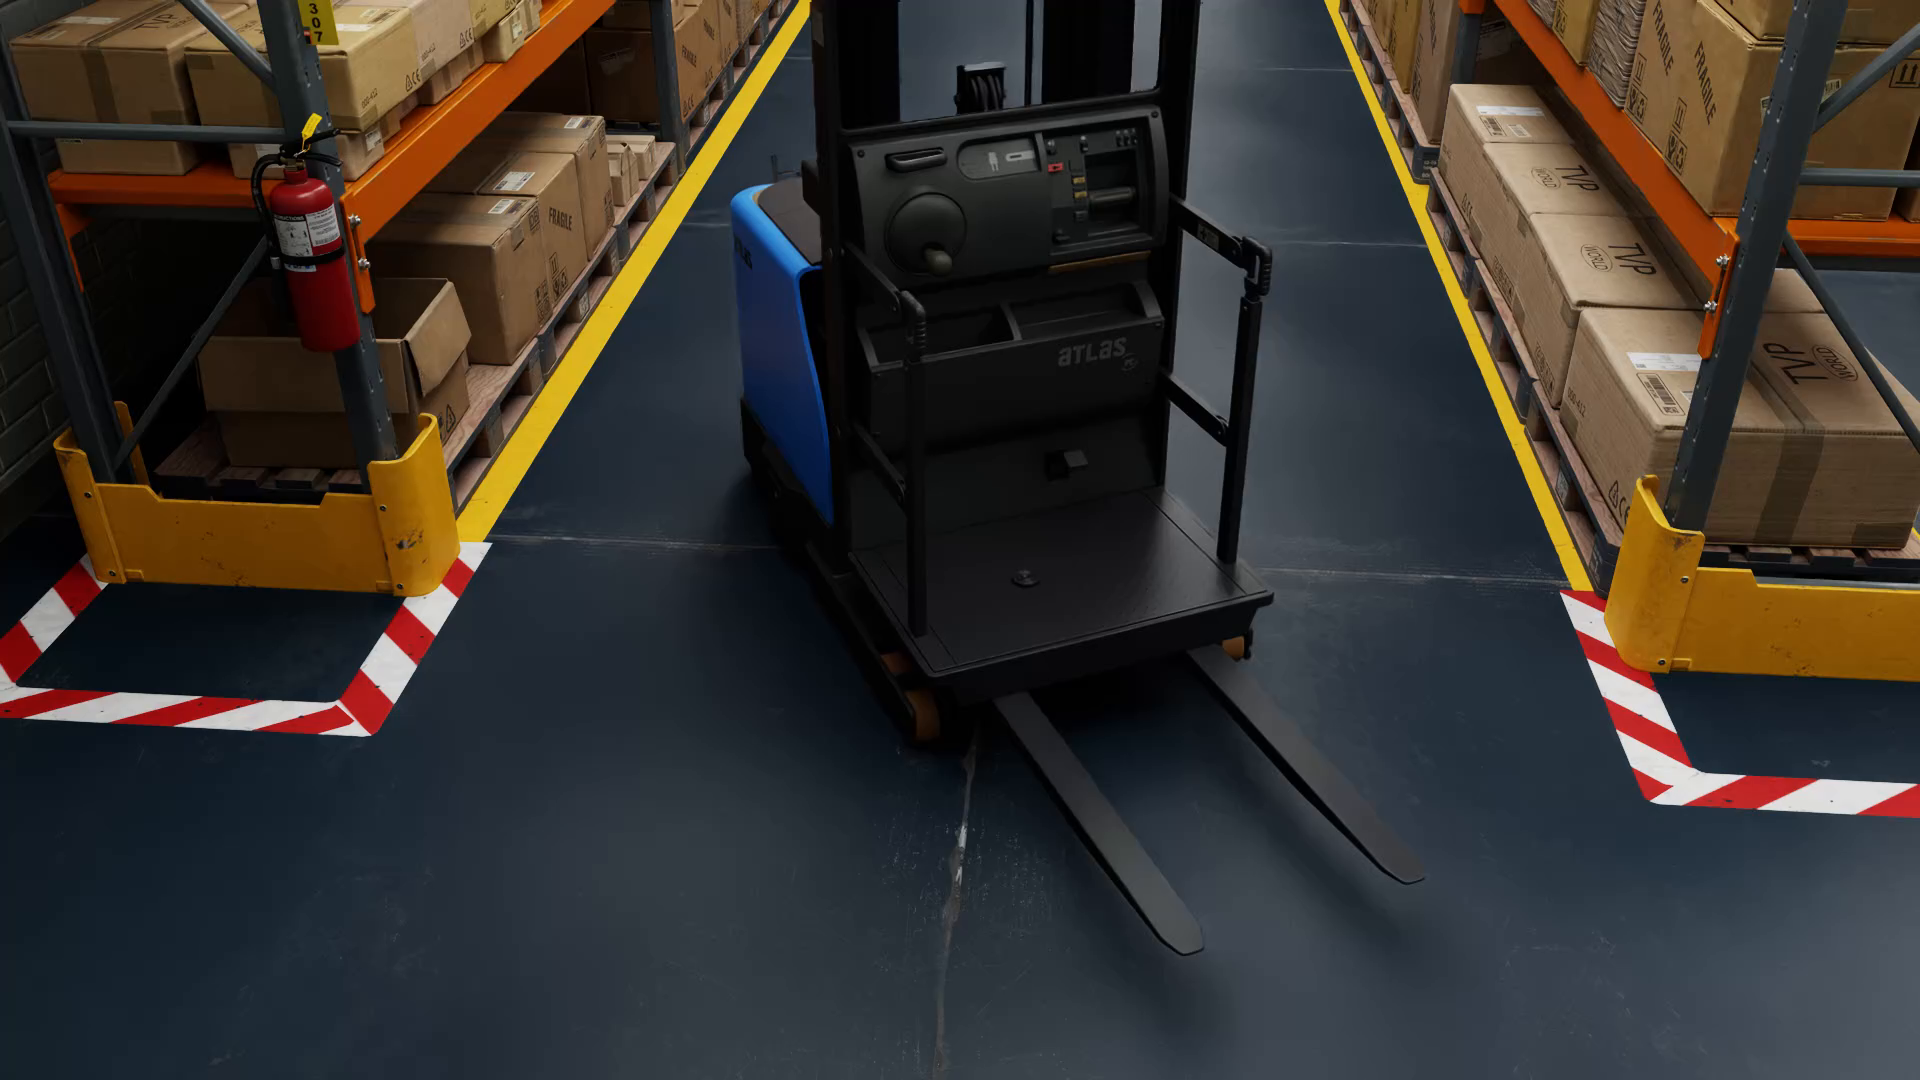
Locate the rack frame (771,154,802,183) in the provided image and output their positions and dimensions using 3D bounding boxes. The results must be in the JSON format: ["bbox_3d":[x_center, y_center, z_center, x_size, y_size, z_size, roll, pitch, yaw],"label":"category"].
[{"bbox_3d":[-0.581,-0.957,6.303,0.200,1.050,0.008,-15,32,-23],"label":"rack frame"}]

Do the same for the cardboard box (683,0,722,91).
[{"bbox_3d":[-1.683,-2.891,9.564,0.500,0.500,0.500,2,32,3],"label":"cardboard box"}]

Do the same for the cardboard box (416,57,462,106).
[{"bbox_3d":[-1.963,-1.619,5.758,0.380,0.149,0.250,3,32,6],"label":"cardboard box"}]

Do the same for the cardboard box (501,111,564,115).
[{"bbox_3d":[-2.269,-1.953,8.222,0.500,0.311,0.500,4,32,6],"label":"cardboard box"}]

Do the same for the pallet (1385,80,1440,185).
[{"bbox_3d":[2.955,-2.264,9.222,1.003,0.211,1.213,2,32,4],"label":"pallet"}]

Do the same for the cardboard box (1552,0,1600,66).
[{"bbox_3d":[2.534,-2.060,6.139,0.500,0.500,0.500,3,32,5],"label":"cardboard box"}]

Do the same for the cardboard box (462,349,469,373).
[{"bbox_3d":[-2.088,-0.664,6.285,0.380,0.149,0.250,1,32,2],"label":"cardboard box"}]

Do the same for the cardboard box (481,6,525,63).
[{"bbox_3d":[-1.851,-1.887,6.193,0.380,0.149,0.250,2,32,3],"label":"cardboard box"}]

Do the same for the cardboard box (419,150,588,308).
[{"bbox_3d":[-1.910,-1.310,7.000,0.500,0.500,0.500,3,32,5],"label":"cardboard box"}]

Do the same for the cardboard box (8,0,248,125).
[{"bbox_3d":[-2.533,-1.477,5.147,0.500,0.250,0.500,3,32,5],"label":"cardboard box"}]

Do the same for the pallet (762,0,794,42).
[{"bbox_3d":[-1.753,-3.770,11.666,1.003,0.211,1.213,2,32,4],"label":"pallet"}]

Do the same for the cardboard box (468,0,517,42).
[{"bbox_3d":[-1.921,-1.980,5.963,0.500,0.250,0.500,2,32,3],"label":"cardboard box"}]

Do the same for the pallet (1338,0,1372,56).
[{"bbox_3d":[3.154,-3.540,11.292,1.003,0.211,1.213,2,32,4],"label":"pallet"}]

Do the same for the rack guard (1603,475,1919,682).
[{"bbox_3d":[2.640,0.124,5.072,1.175,0.500,0.348,2,32,4],"label":"rack guard"}]

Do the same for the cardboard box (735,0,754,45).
[{"bbox_3d":[-1.589,-3.423,10.427,0.500,0.500,0.500,1,32,2],"label":"cardboard box"}]

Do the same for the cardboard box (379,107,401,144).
[{"bbox_3d":[-2.031,-1.351,5.322,0.380,0.149,0.250,3,32,5],"label":"cardboard box"}]

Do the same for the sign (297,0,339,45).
[{"bbox_3d":[-1.765,-1.508,4.513,0.100,0.325,0.005,2,32,4],"label":"sign"}]

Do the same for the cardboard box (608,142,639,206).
[{"bbox_3d":[-1.762,-1.778,7.983,0.396,0.266,0.258,4,32,6],"label":"cardboard box"}]

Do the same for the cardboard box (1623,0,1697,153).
[{"bbox_3d":[2.473,-1.520,5.263,0.500,0.500,0.500,2,32,3],"label":"cardboard box"}]

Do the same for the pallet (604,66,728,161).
[{"bbox_3d":[-1.952,-2.494,9.596,1.003,0.211,1.213,2,32,4],"label":"pallet"}]

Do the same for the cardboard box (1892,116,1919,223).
[{"bbox_3d":[2.967,-1.234,4.798,0.500,0.500,0.500,2,32,4],"label":"cardboard box"}]

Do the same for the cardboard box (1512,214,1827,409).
[{"bbox_3d":[2.662,-0.869,6.343,0.875,0.438,0.875,3,32,5],"label":"cardboard box"}]

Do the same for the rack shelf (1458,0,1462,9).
[{"bbox_3d":[3.130,-3.784,9.716,1.077,0.370,4.000,2,32,4],"label":"rack shelf"}]

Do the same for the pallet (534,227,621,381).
[{"bbox_3d":[-2.134,-1.068,7.282,1.003,0.211,1.213,2,32,4],"label":"pallet"}]

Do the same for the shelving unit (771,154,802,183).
[{"bbox_3d":[-0.524,-0.906,6.208,0.215,1.050,0.252,-15,32,-23],"label":"shelving unit"}]

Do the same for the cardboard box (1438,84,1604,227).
[{"bbox_3d":[2.809,-1.808,7.867,0.875,0.438,0.875,2,32,3],"label":"cardboard box"}]

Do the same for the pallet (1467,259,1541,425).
[{"bbox_3d":[2.731,-0.823,6.884,1.003,0.211,1.213,2,32,4],"label":"pallet"}]

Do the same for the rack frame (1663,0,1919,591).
[{"bbox_3d":[2.642,-0.953,4.437,1.000,3.000,0.127,2,32,4],"label":"rack frame"}]

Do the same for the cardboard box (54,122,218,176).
[{"bbox_3d":[-2.546,-1.240,5.143,0.380,0.149,0.250,2,32,3],"label":"cardboard box"}]

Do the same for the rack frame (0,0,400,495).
[{"bbox_3d":[-2.306,-1.163,4.777,1.000,3.000,0.127,2,32,4],"label":"rack frame"}]

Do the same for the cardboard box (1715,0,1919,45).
[{"bbox_3d":[2.444,-1.683,4.574,0.500,0.500,0.500,3,32,6],"label":"cardboard box"}]

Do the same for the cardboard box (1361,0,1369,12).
[{"bbox_3d":[3.154,-4.052,11.091,0.875,0.875,0.875,2,32,4],"label":"cardboard box"}]

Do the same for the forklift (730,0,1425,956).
[{"bbox_3d":[0.236,-0.912,4.436,1.130,2.935,3.031,-12,34,-19],"label":"forklift"}]

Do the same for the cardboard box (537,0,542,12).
[{"bbox_3d":[-1.898,-2.164,6.641,0.380,0.149,0.250,2,32,4],"label":"cardboard box"}]

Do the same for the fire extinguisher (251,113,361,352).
[{"bbox_3d":[-1.857,-0.874,4.739,0.296,0.674,0.183,2,32,4],"label":"fire extinguisher"}]

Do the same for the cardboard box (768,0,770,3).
[{"bbox_3d":[-1.526,-3.969,11.313,0.500,0.500,0.500,2,32,3],"label":"cardboard box"}]

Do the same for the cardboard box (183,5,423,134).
[{"bbox_3d":[-2.000,-1.451,5.105,0.500,0.250,0.500,3,32,4],"label":"cardboard box"}]

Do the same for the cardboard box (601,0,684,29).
[{"bbox_3d":[-1.686,-2.821,8.833,0.380,0.149,0.250,4,32,6],"label":"cardboard box"}]

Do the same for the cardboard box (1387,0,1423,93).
[{"bbox_3d":[3.004,-3.119,9.576,0.875,0.875,0.875,3,32,5],"label":"cardboard box"}]
